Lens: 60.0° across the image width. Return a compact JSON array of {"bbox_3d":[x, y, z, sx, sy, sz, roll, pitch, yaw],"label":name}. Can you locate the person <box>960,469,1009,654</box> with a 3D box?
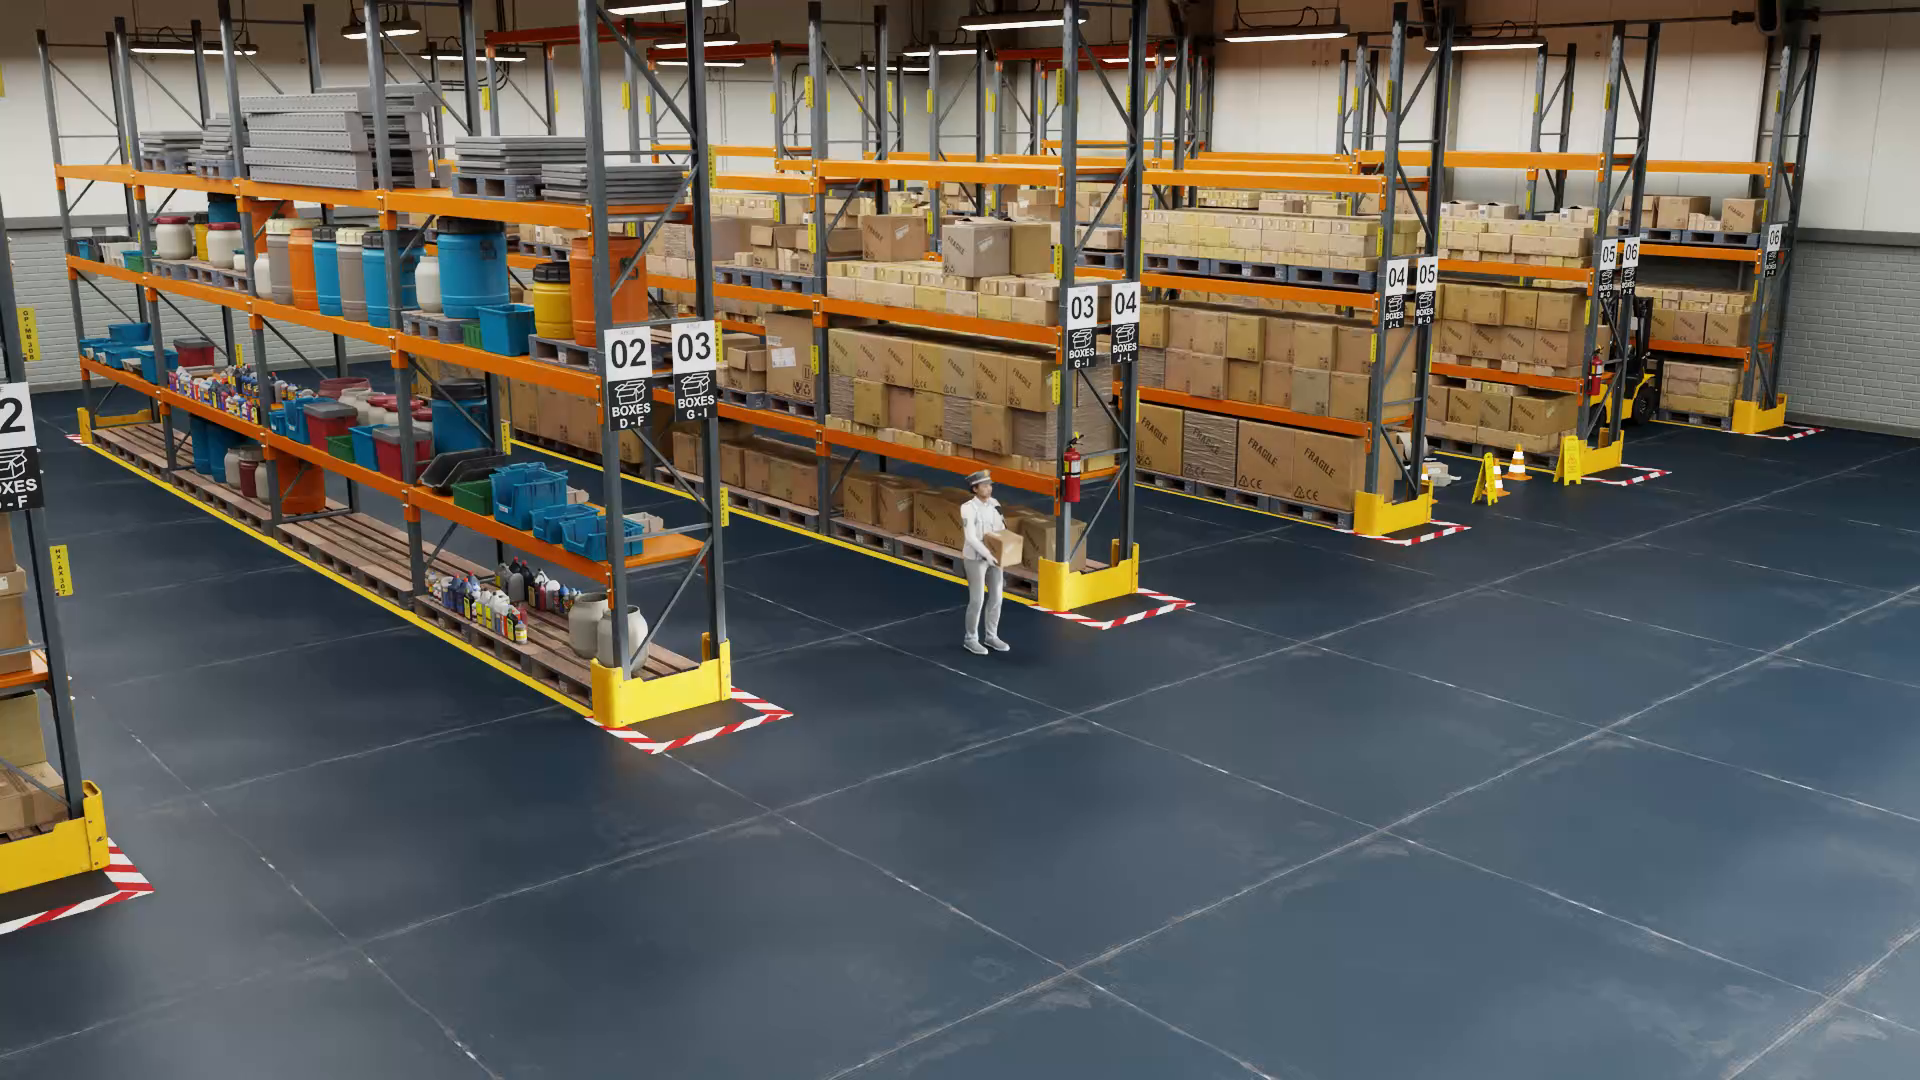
[{"bbox_3d":[0.259,0.195,15.182,0.460,1.686,0.564,-12,18,-39],"label":"person"}]
